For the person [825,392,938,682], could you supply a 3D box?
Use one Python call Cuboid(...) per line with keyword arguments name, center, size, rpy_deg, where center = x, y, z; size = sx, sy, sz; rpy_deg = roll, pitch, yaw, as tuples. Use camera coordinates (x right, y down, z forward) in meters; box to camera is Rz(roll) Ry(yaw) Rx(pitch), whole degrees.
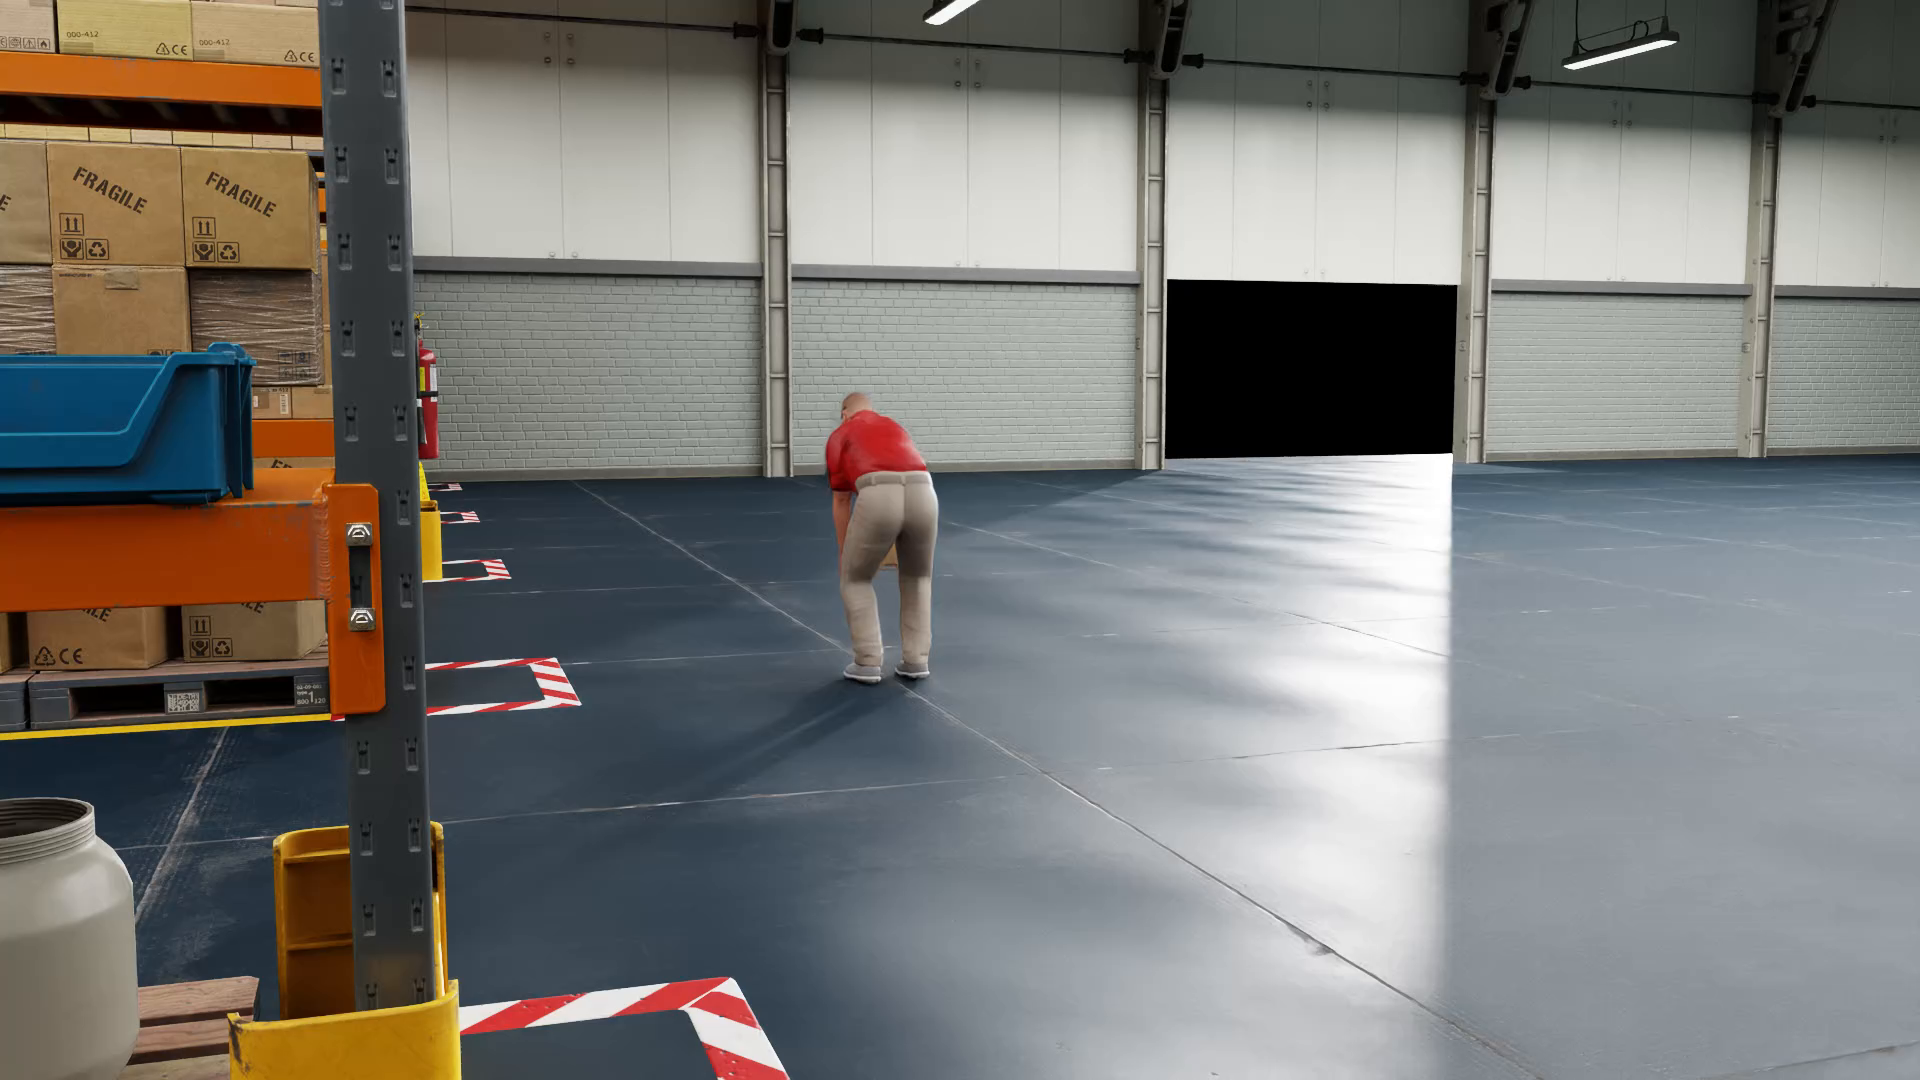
Cuboid(name="person", center=(-0.406, -0.029, 8.316), size=(0.478, 1.414, 0.843), rpy_deg=(-2, 6, -20))
